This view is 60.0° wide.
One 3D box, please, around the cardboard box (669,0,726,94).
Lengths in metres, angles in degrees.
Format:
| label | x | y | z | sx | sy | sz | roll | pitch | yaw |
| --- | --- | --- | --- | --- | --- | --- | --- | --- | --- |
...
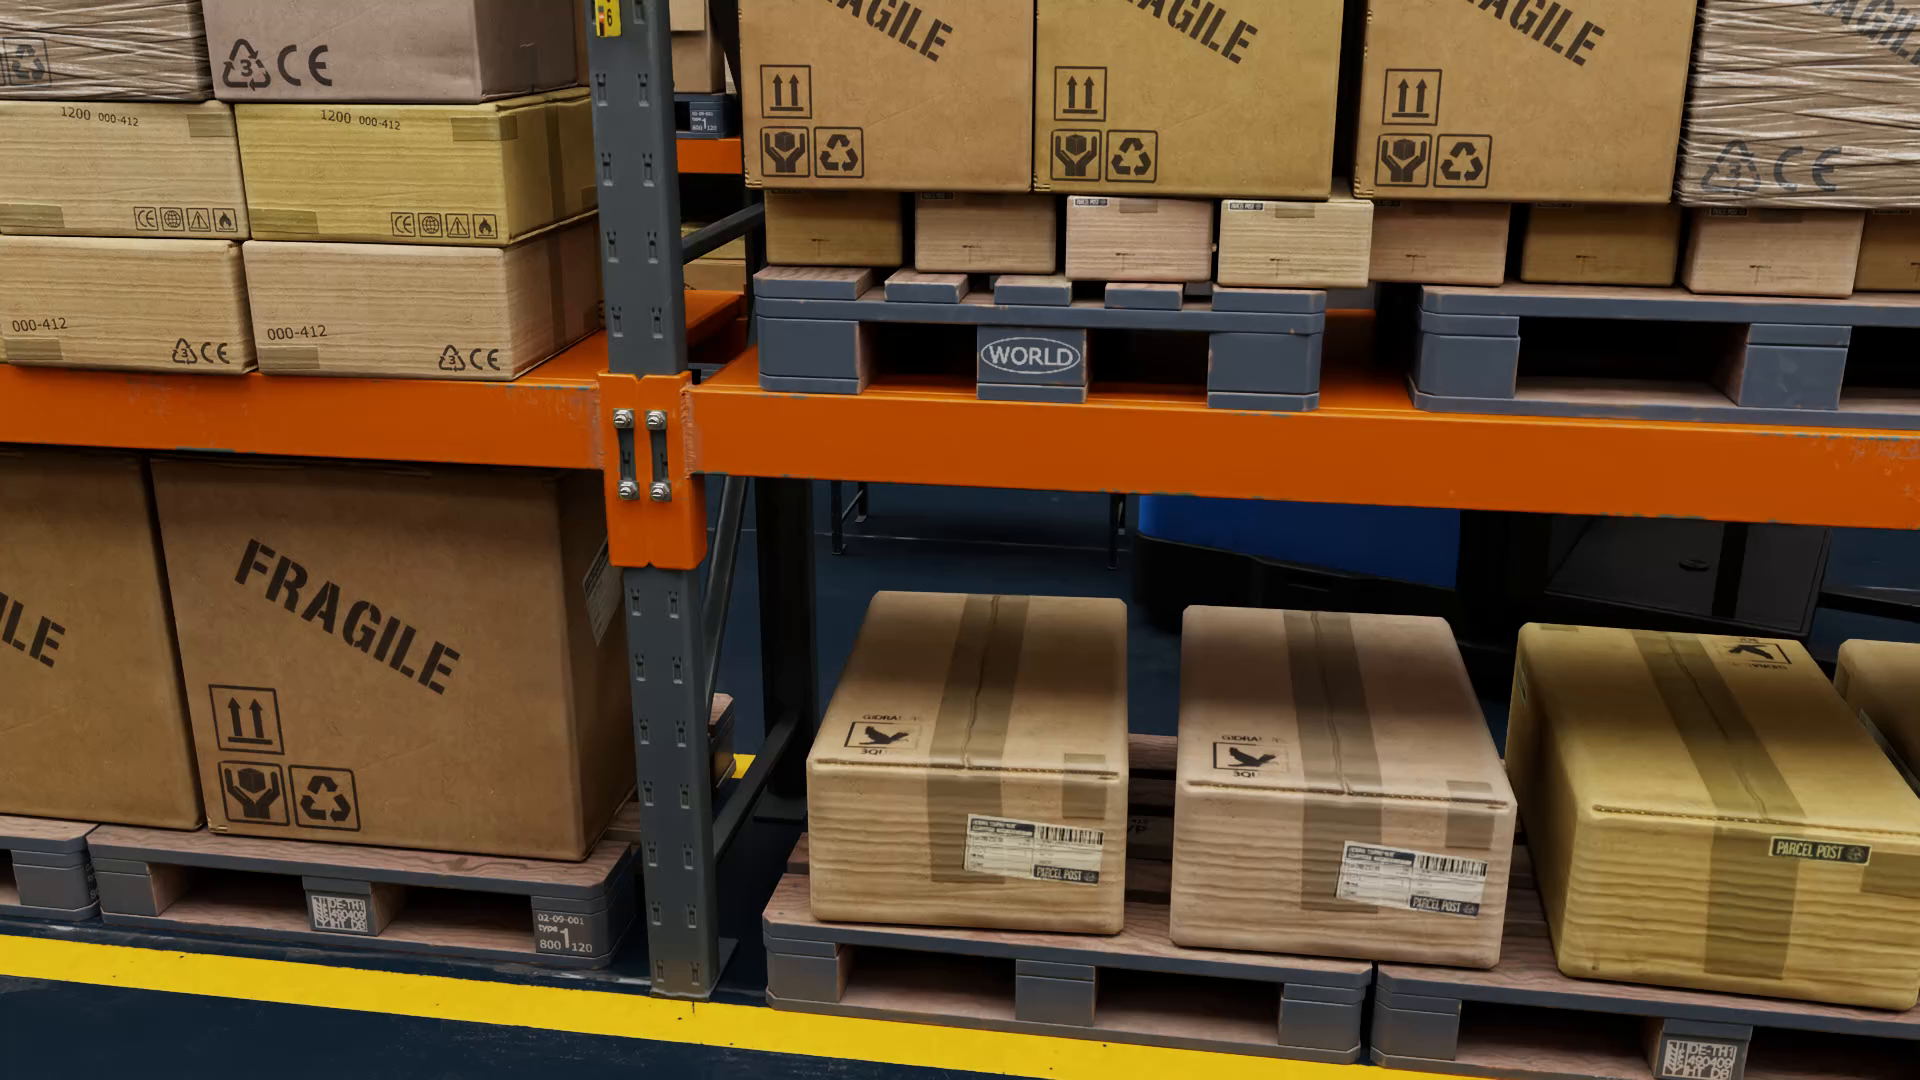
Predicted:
| label | x | y | z | sx | sy | sz | roll | pitch | yaw |
| --- | --- | --- | --- | --- | --- | --- | --- | --- | --- |
| cardboard box | -1.360 | -2.451 | 8.078 | 0.637 | 0.503 | 0.797 | 2 | 19 | 7 |

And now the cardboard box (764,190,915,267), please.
| label | x | y | z | sx | sy | sz | roll | pitch | yaw |
| --- | --- | --- | --- | --- | --- | --- | --- | --- | --- |
| cardboard box | -0.212 | -0.629 | 3.191 | 0.250 | 0.149 | 0.380 | 2 | 19 | 5 |

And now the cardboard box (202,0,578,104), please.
| label | x | y | z | sx | sy | sz | roll | pitch | yaw |
| --- | --- | --- | --- | --- | --- | --- | --- | --- | --- |
| cardboard box | -1.055 | -1.090 | 3.099 | 0.500 | 0.500 | 0.500 | 2 | 19 | 7 |

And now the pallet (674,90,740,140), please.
| label | x | y | z | sx | sy | sz | roll | pitch | yaw |
| --- | --- | --- | --- | --- | --- | --- | --- | --- | --- |
| pallet | -1.640 | -2.185 | 8.407 | 1.213 | 0.211 | 1.003 | 3 | 19 | 9 |

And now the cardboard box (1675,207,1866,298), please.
| label | x | y | z | sx | sy | sz | roll | pitch | yaw |
| --- | --- | --- | --- | --- | --- | --- | --- | --- | --- |
| cardboard box | 1.377 | -0.533 | 2.902 | 0.250 | 0.149 | 0.380 | 4 | 19 | 10 |

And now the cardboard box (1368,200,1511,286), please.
| label | x | y | z | sx | sy | sz | roll | pitch | yaw |
| --- | --- | --- | --- | --- | --- | --- | --- | --- | --- |
| cardboard box | 0.844 | -0.568 | 3.008 | 0.250 | 0.149 | 0.380 | 4 | 19 | 12 |

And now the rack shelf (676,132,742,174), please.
| label | x | y | z | sx | sy | sz | roll | pitch | yaw |
| --- | --- | --- | --- | --- | --- | --- | --- | --- | --- |
| rack shelf | -1.694 | -1.939 | 8.503 | 4.000 | 0.370 | 1.077 | 3 | 19 | 9 |

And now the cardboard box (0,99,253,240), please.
| label | x | y | z | sx | sy | sz | roll | pitch | yaw |
| --- | --- | --- | --- | --- | --- | --- | --- | --- | --- |
| cardboard box | -1.528 | -0.759 | 3.293 | 0.500 | 0.250 | 0.500 | 2 | 19 | 7 |

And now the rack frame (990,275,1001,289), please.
| label | x | y | z | sx | sy | sz | roll | pitch | yaw |
| --- | --- | --- | --- | --- | --- | --- | --- | --- | --- |
| rack frame | 0.281 | -2.179 | 8.089 | 0.127 | 3.000 | 1.000 | 3 | 19 | 9 |

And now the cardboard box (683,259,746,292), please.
| label | x | y | z | sx | sy | sz | roll | pitch | yaw |
| --- | --- | --- | --- | --- | --- | --- | --- | --- | --- |
| cardboard box | -1.180 | -1.201 | 8.442 | 0.500 | 0.500 | 0.500 | 4 | 19 | 11 |

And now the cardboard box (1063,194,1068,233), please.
| label | x | y | z | sx | sy | sz | roll | pitch | yaw |
| --- | --- | --- | --- | --- | --- | --- | --- | --- | --- |
| cardboard box | 0.134 | -0.770 | 3.612 | 0.250 | 0.149 | 0.380 | 3 | 19 | 9 |

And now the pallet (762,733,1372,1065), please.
| label | x | y | z | sx | sy | sz | roll | pitch | yaw |
| --- | --- | --- | --- | --- | --- | --- | --- | --- | --- |
| pallet | 0.268 | 0.738 | 3.764 | 1.213 | 0.211 | 1.003 | 3 | 19 | 9 |

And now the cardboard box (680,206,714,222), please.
| label | x | y | z | sx | sy | sz | roll | pitch | yaw |
| --- | --- | --- | --- | --- | --- | --- | --- | --- | --- |
| cardboard box | -1.470 | -1.673 | 8.830 | 0.250 | 0.149 | 0.380 | 3 | 19 | 9 |

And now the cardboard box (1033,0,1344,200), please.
| label | x | y | z | sx | sy | sz | roll | pitch | yaw |
| --- | --- | --- | --- | --- | --- | --- | --- | --- | --- |
| cardboard box | 0.420 | -0.892 | 2.955 | 0.500 | 0.500 | 0.500 | 4 | 19 | 11 |

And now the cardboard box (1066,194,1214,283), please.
| label | x | y | z | sx | sy | sz | roll | pitch | yaw |
| --- | --- | --- | --- | --- | --- | --- | --- | --- | --- |
| cardboard box | 0.325 | -0.576 | 3.032 | 0.250 | 0.149 | 0.380 | 2 | 19 | 5 |

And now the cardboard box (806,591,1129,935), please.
| label | x | y | z | sx | sy | sz | roll | pitch | yaw |
| --- | --- | --- | --- | --- | --- | --- | --- | --- | --- |
| cardboard box | 0.053 | 0.455 | 3.696 | 0.625 | 0.372 | 0.950 | 2 | 19 | 5 |

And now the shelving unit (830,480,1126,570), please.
| label | x | y | z | sx | sy | sz | roll | pitch | yaw |
| --- | --- | --- | --- | --- | --- | --- | --- | --- | --- |
| shelving unit | 0.084 | -0.707 | 6.052 | 1.048 | 1.500 | 0.538 | 3 | 19 | 9 |

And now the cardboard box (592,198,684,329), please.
| label | x | y | z | sx | sy | sz | roll | pitch | yaw |
| --- | --- | --- | --- | --- | --- | --- | --- | --- | --- |
| cardboard box | -0.946 | -0.656 | 3.773 | 0.500 | 0.250 | 0.500 | 3 | 19 | 8 |

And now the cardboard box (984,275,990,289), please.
| label | x | y | z | sx | sy | sz | roll | pitch | yaw |
| --- | --- | --- | --- | --- | --- | --- | --- | --- | --- |
| cardboard box | -0.091 | -1.302 | 8.744 | 0.500 | 0.500 | 0.500 | 4 | 19 | 11 |

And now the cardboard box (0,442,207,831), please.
| label | x | y | z | sx | sy | sz | roll | pitch | yaw |
| --- | --- | --- | --- | --- | --- | --- | --- | --- | --- |
| cardboard box | -2.052 | 0.078 | 4.031 | 0.875 | 0.875 | 0.875 | 3 | 19 | 9 |

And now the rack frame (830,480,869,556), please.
| label | x | y | z | sx | sy | sz | roll | pitch | yaw |
| --- | --- | --- | --- | --- | --- | --- | --- | --- | --- |
| rack frame | -0.418 | -0.733 | 6.129 | 0.032 | 1.500 | 0.500 | 3 | 19 | 9 |

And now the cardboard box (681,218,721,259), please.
| label | x | y | z | sx | sy | sz | roll | pitch | yaw |
| --- | --- | --- | --- | --- | --- | --- | --- | --- | --- |
| cardboard box | -1.274 | -1.517 | 8.365 | 0.250 | 0.149 | 0.380 | 3 | 19 | 8 |

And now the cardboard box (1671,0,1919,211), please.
| label | x | y | z | sx | sy | sz | roll | pitch | yaw |
| --- | --- | --- | --- | --- | --- | --- | --- | --- | --- |
| cardboard box | 1.438 | -0.840 | 2.798 | 0.500 | 0.500 | 0.500 | 2 | 19 | 7 |

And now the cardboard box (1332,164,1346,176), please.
| label | x | y | z | sx | sy | sz | roll | pitch | yaw |
| --- | --- | --- | --- | --- | --- | --- | --- | --- | --- |
| cardboard box | 0.911 | -0.747 | 3.542 | 0.250 | 0.149 | 0.380 | 3 | 19 | 10 |

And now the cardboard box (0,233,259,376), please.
| label | x | y | z | sx | sy | sz | roll | pitch | yaw |
| --- | --- | --- | --- | --- | --- | --- | --- | --- | --- |
| cardboard box | -1.550 | -0.518 | 3.359 | 0.500 | 0.250 | 0.500 | 3 | 19 | 10 |

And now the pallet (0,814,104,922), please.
| label | x | y | z | sx | sy | sz | roll | pitch | yaw |
| --- | --- | --- | --- | --- | --- | --- | --- | --- | --- |
| pallet | -2.470 | 0.573 | 4.258 | 1.213 | 0.211 | 1.003 | 3 | 19 | 9 |

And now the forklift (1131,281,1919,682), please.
| label | x | y | z | sx | sy | sz | roll | pitch | yaw |
| --- | --- | --- | --- | --- | --- | --- | --- | --- | --- |
| forklift | 2.102 | -1.019 | 4.730 | 3.031 | 2.935 | 1.130 | 10 | 21 | 28 |

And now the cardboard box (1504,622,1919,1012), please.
| label | x | y | z | sx | sy | sz | roll | pitch | yaw |
| --- | --- | --- | --- | --- | --- | --- | --- | --- | --- |
| cardboard box | 1.531 | 0.529 | 3.474 | 0.625 | 0.372 | 0.950 | 4 | 19 | 10 |

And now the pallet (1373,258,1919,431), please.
| label | x | y | z | sx | sy | sz | roll | pitch | yaw |
| --- | --- | --- | --- | --- | --- | --- | --- | --- | --- |
| pallet | 1.458 | -0.446 | 3.211 | 1.213 | 0.211 | 1.003 | 3 | 19 | 9 |

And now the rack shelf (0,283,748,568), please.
| label | x | y | z | sx | sy | sz | roll | pitch | yaw |
| --- | --- | --- | --- | --- | --- | --- | --- | --- | --- |
| rack shelf | -2.478 | -0.383 | 3.855 | 4.000 | 0.370 | 1.077 | 3 | 19 | 9 |
